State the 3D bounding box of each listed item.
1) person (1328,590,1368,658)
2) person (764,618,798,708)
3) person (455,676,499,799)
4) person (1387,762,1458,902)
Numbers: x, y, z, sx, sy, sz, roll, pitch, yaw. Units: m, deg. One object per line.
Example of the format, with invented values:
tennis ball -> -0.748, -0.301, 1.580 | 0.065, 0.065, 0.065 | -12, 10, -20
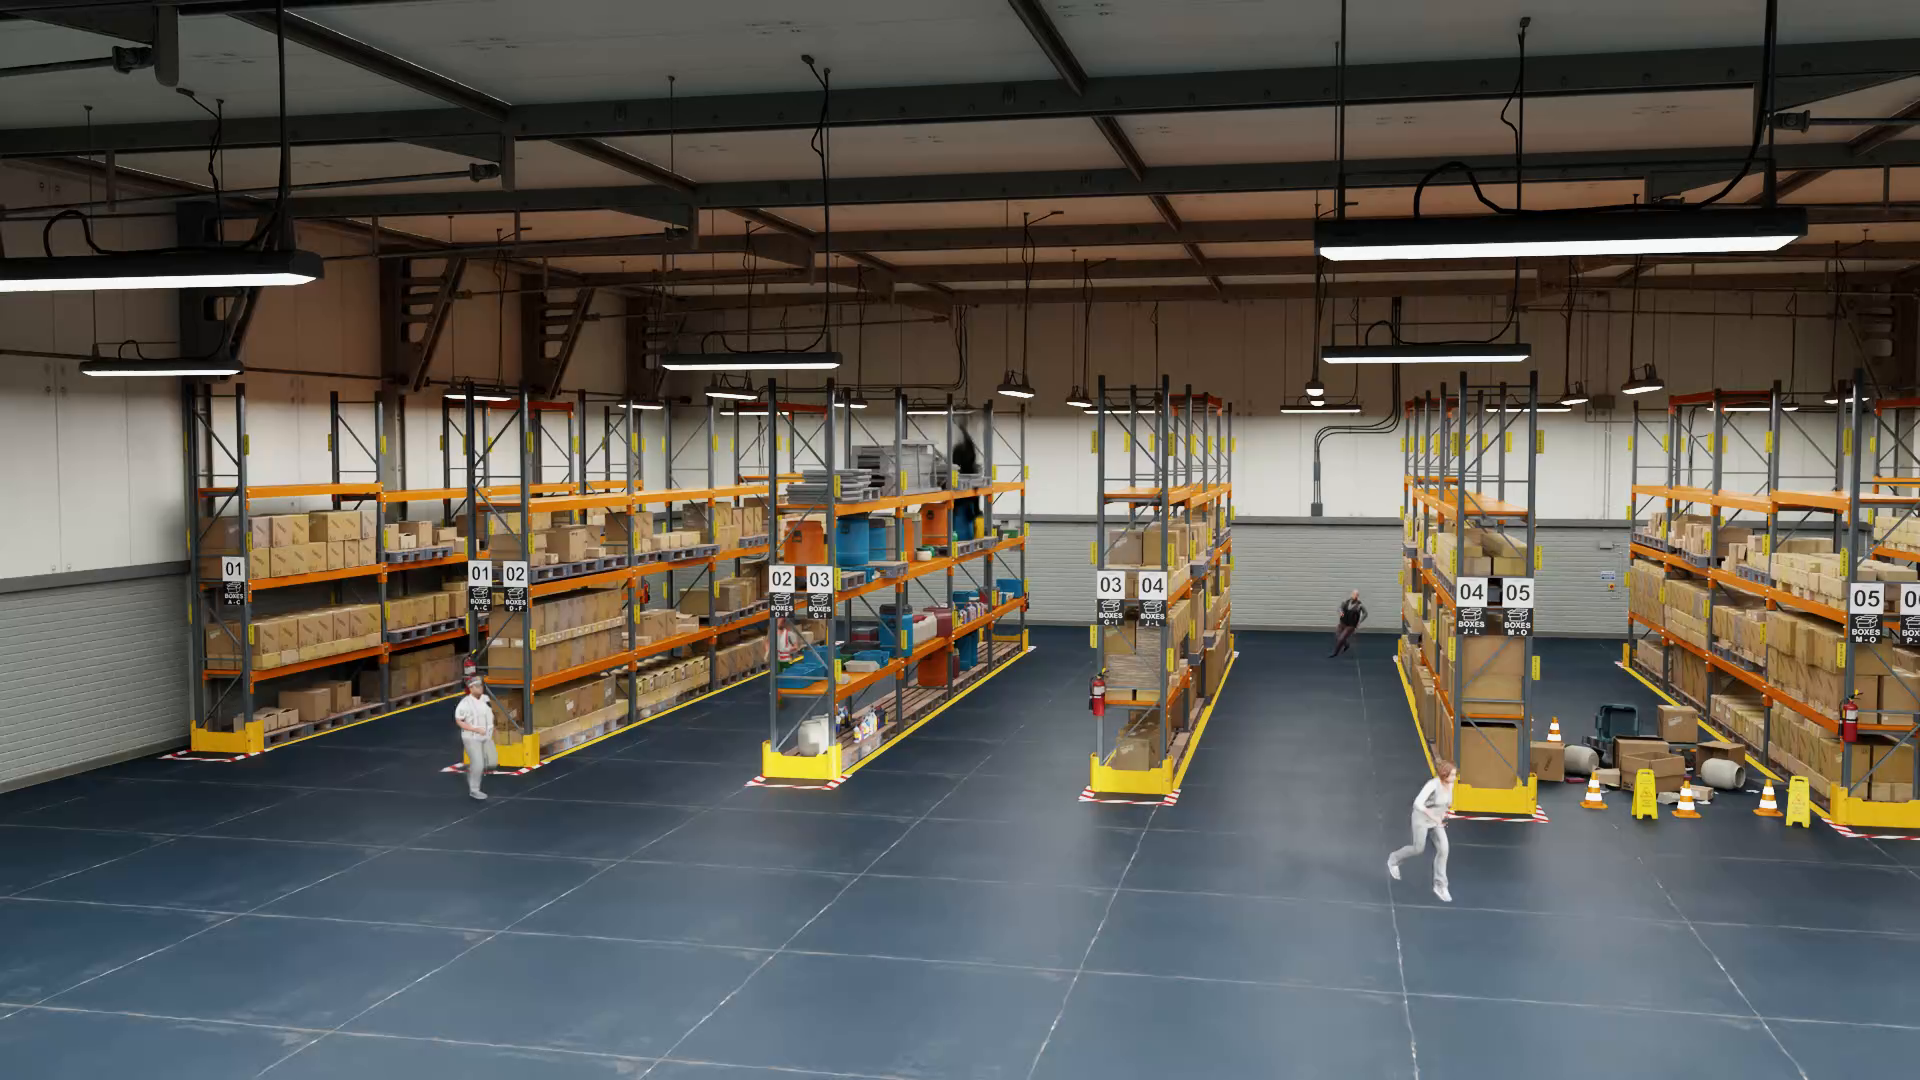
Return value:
person -> 9.147, 1.987, 39.101 | 0.666, 1.603, 0.761 | -3, 5, -44
person -> -3.414, 2.301, 31.724 | 0.660, 1.763, 0.840 | 0, 3, 1
person -> -6.840, 2.791, 23.603 | 0.599, 1.743, 0.664 | 2, 4, 34
person -> 5.165, 3.196, 18.593 | 0.574, 1.546, 0.919 | -3, 4, -38
